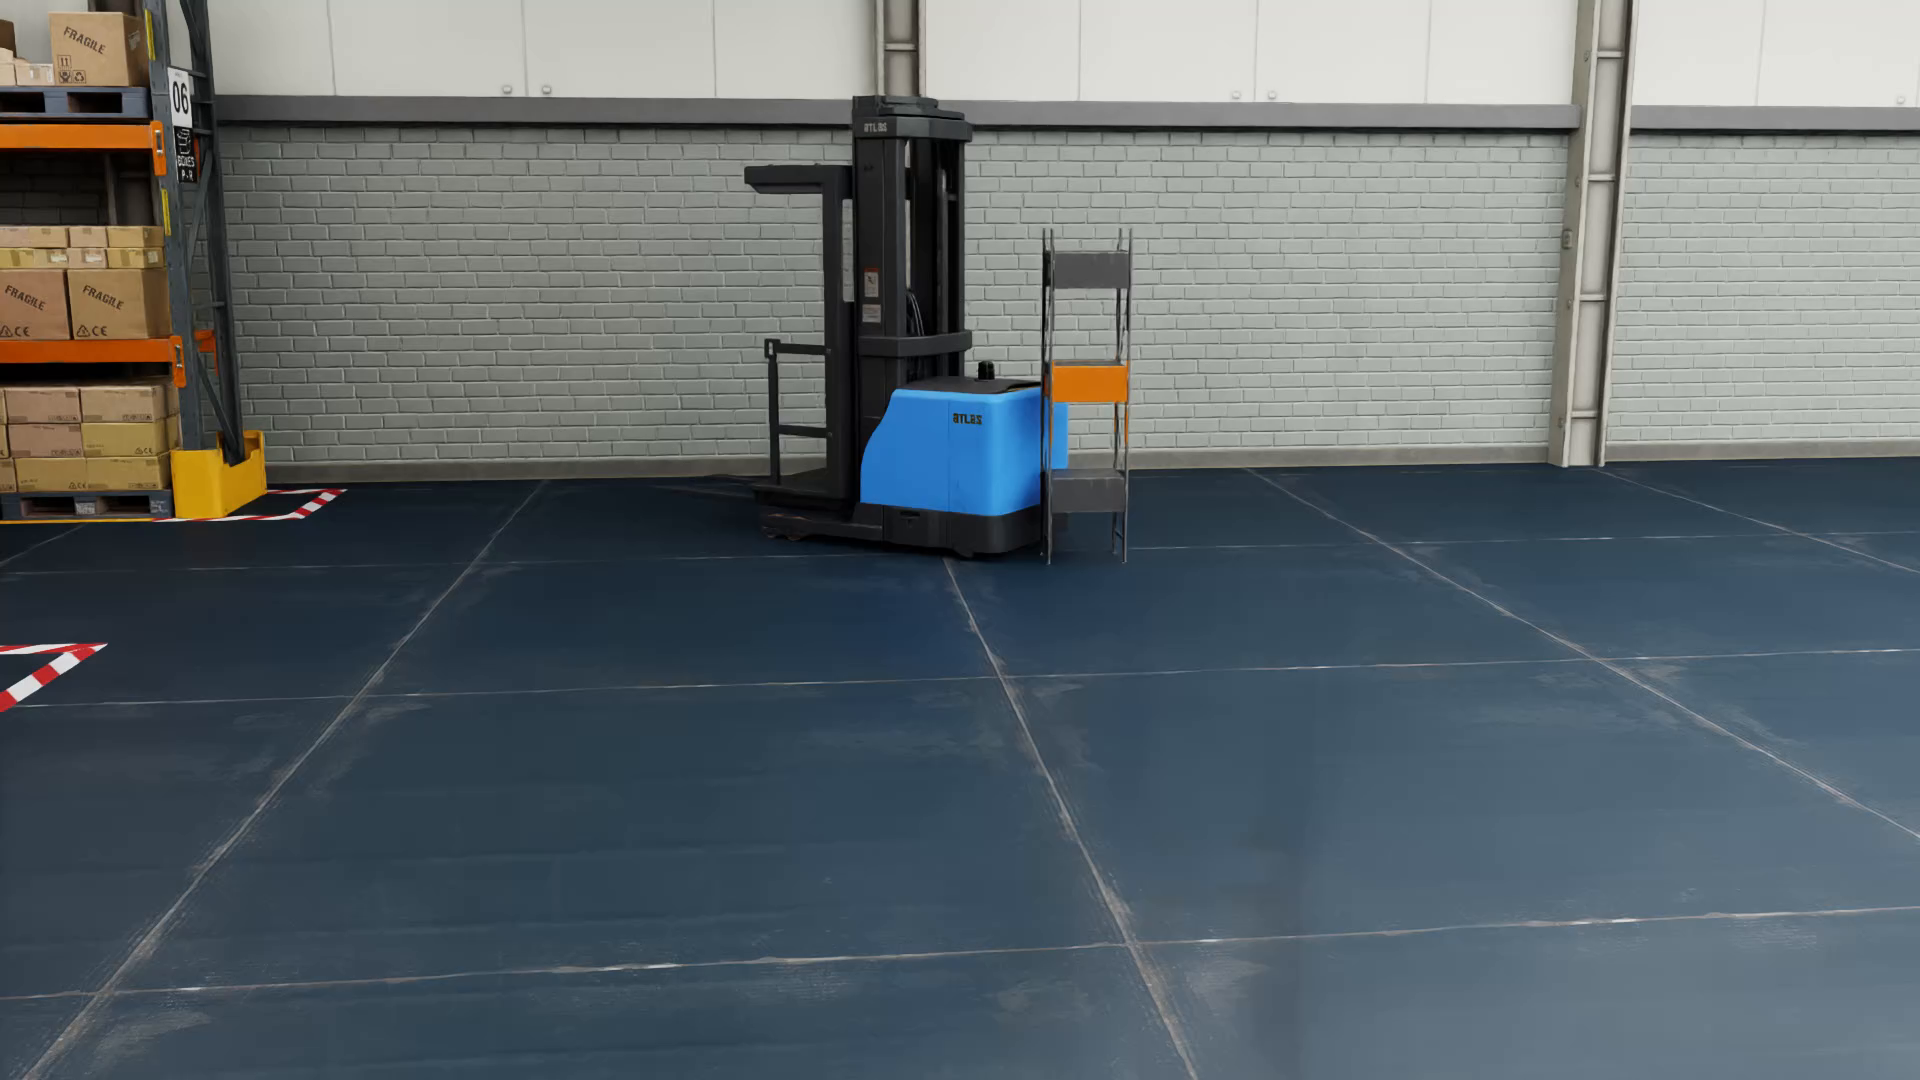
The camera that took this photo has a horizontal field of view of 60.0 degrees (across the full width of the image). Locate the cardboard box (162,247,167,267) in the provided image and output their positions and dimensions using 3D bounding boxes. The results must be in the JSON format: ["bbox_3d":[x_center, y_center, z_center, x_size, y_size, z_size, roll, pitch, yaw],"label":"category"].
[{"bbox_3d":[-6.028,-2.149,12.583,0.250,0.149,0.380,-1,11,-8],"label":"cardboard box"}]

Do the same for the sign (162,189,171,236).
[{"bbox_3d":[-5.618,-2.319,11.772,0.005,0.325,0.100,-1,11,-6],"label":"sign"}]

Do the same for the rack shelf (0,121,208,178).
[{"bbox_3d":[-7.651,-2.816,12.006,4.000,0.370,1.077,-1,11,-6],"label":"rack shelf"}]

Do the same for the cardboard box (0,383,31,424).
[{"bbox_3d":[-7.094,-0.993,12.090,0.500,0.250,0.500,-1,11,-5],"label":"cardboard box"}]

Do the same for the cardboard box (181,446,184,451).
[{"bbox_3d":[-6.172,-0.623,12.801,0.500,0.250,0.500,-1,11,-6],"label":"cardboard box"}]

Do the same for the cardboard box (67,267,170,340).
[{"bbox_3d":[-6.124,-1.727,12.120,0.500,0.500,0.500,-1,11,-7],"label":"cardboard box"}]

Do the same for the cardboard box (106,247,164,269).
[{"bbox_3d":[-5.977,-2.045,12.055,0.250,0.149,0.380,-1,11,-5],"label":"cardboard box"}]

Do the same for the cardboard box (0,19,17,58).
[{"bbox_3d":[-7.106,-3.457,11.793,0.500,0.500,0.700,-1,11,-6],"label":"cardboard box"}]

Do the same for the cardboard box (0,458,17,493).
[{"bbox_3d":[-7.089,-0.508,12.217,0.500,0.250,0.500,-1,11,-5],"label":"cardboard box"}]

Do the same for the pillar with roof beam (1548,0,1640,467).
[{"bbox_3d":[5.942,-4.265,9.737,0.400,9.000,9.100,-1,11,-6],"label":"pillar with roof beam"}]

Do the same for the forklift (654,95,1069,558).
[{"bbox_3d":[-0.781,-1.513,11.465,3.031,2.935,1.130,7,13,31],"label":"forklift"}]

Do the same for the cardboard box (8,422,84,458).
[{"bbox_3d":[-6.613,-0.763,12.215,0.500,0.250,0.500,-1,11,-7],"label":"cardboard box"}]

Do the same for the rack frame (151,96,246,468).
[{"bbox_3d":[-5.663,-1.739,12.438,0.127,3.000,1.000,-1,11,-6],"label":"rack frame"}]

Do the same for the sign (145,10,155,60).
[{"bbox_3d":[-5.618,-3.502,11.540,0.005,0.325,0.100,-1,11,-6],"label":"sign"}]

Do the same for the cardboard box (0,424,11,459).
[{"bbox_3d":[-7.124,-0.748,12.140,0.500,0.250,0.500,-1,11,-7],"label":"cardboard box"}]

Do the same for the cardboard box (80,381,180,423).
[{"bbox_3d":[-6.087,-1.017,12.213,0.500,0.250,0.500,-1,11,-4],"label":"cardboard box"}]

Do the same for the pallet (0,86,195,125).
[{"bbox_3d":[-6.368,-3.158,12.107,1.213,0.211,1.003,-1,11,-6],"label":"pallet"}]

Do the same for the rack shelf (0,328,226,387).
[{"bbox_3d":[-7.651,-1.344,12.295,4.000,0.370,1.077,-1,11,-6],"label":"rack shelf"}]

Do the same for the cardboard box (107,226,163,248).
[{"bbox_3d":[-5.996,-2.204,12.093,0.250,0.149,0.380,-1,11,-6],"label":"cardboard box"}]

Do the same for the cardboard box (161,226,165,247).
[{"bbox_3d":[-6.020,-2.286,12.510,0.250,0.149,0.380,-1,11,-7],"label":"cardboard box"}]

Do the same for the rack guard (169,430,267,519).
[{"bbox_3d":[-5.639,-0.513,12.681,0.348,0.500,1.175,-1,11,-6],"label":"rack guard"}]

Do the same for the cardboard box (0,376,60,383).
[{"bbox_3d":[-7.156,-1.093,12.601,0.500,0.250,0.500,-1,11,-6],"label":"cardboard box"}]

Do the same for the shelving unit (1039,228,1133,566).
[{"bbox_3d":[0.791,-0.910,10.552,0.503,2.100,0.431,-1,11,-5],"label":"shelving unit"}]

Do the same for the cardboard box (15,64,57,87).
[{"bbox_3d":[-6.454,-3.267,11.738,0.250,0.149,0.380,-2,11,-8],"label":"cardboard box"}]

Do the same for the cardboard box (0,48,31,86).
[{"bbox_3d":[-6.706,-3.319,11.700,0.258,0.266,0.396,-1,11,-6],"label":"cardboard box"}]

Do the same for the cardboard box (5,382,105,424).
[{"bbox_3d":[-6.594,-1.005,12.153,0.500,0.250,0.500,-1,11,-5],"label":"cardboard box"}]

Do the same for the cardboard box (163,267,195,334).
[{"bbox_3d":[-6.185,-1.831,12.646,0.500,0.500,0.500,-1,11,-4],"label":"cardboard box"}]

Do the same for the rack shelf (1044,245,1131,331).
[{"bbox_3d":[0.791,-1.583,10.419,0.480,0.518,0.431,-1,11,-5],"label":"rack shelf"}]

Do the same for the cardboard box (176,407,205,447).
[{"bbox_3d":[-6.153,-0.871,12.767,0.500,0.250,0.500,-1,11,-5],"label":"cardboard box"}]

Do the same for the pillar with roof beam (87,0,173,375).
[{"bbox_3d":[-5.987,-4.015,8.465,0.400,9.000,9.100,-1,11,-6],"label":"pillar with roof beam"}]

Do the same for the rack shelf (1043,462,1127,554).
[{"bbox_3d":[0.791,-0.209,10.690,0.480,0.518,0.431,-1,11,-5],"label":"rack shelf"}]

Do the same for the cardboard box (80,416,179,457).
[{"bbox_3d":[-6.113,-0.771,12.258,0.500,0.250,0.500,-1,11,-7],"label":"cardboard box"}]

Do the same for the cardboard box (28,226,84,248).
[{"bbox_3d":[-6.495,-2.183,11.983,0.250,0.149,0.380,-1,11,-5],"label":"cardboard box"}]

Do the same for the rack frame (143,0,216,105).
[{"bbox_3d":[-5.663,-4.683,11.859,0.127,3.000,1.000,-1,11,-6],"label":"rack frame"}]

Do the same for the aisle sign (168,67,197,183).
[{"bbox_3d":[-5.566,-2.960,11.907,0.004,0.787,0.394,-1,11,-6],"label":"aisle sign"}]

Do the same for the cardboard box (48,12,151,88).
[{"bbox_3d":[-6.076,-3.459,11.804,0.500,0.500,0.500,-1,11,-4],"label":"cardboard box"}]

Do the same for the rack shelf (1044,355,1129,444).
[{"bbox_3d":[0.791,-0.896,10.555,0.480,0.518,0.431,-1,11,-5],"label":"rack shelf"}]

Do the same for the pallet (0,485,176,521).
[{"bbox_3d":[-6.418,-0.347,12.585,1.213,0.211,1.003,-1,11,-6],"label":"pallet"}]

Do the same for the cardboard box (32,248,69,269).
[{"bbox_3d":[-6.493,-2.041,12.032,0.250,0.149,0.380,-1,11,-5],"label":"cardboard box"}]

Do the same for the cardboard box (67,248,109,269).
[{"bbox_3d":[-6.228,-2.034,11.999,0.250,0.149,0.380,-1,11,-5],"label":"cardboard box"}]

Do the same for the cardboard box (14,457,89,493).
[{"bbox_3d":[-6.591,-0.517,12.261,0.500,0.250,0.500,-1,11,-6],"label":"cardboard box"}]

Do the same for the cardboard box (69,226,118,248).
[{"bbox_3d":[-6.238,-2.193,12.037,0.250,0.149,0.380,-1,11,-6],"label":"cardboard box"}]

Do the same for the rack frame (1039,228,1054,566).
[{"bbox_3d":[0.548,-0.905,10.530,0.015,2.100,0.400,-1,11,-5],"label":"rack frame"}]

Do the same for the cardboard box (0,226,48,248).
[{"bbox_3d":[-6.751,-2.192,12.029,0.250,0.149,0.380,-1,11,-6],"label":"cardboard box"}]

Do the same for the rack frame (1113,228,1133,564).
[{"bbox_3d":[1.034,-0.914,10.574,0.015,2.100,0.400,-1,11,-5],"label":"rack frame"}]

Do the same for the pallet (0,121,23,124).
[{"bbox_3d":[-7.584,-3.132,11.975,1.213,0.211,1.003,-1,11,-6],"label":"pallet"}]

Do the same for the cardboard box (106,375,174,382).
[{"bbox_3d":[-6.161,-1.113,12.700,0.500,0.250,0.500,-1,11,-7],"label":"cardboard box"}]

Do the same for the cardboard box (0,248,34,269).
[{"bbox_3d":[-6.740,-2.038,12.016,0.250,0.149,0.380,-1,11,-6],"label":"cardboard box"}]

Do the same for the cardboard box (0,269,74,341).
[{"bbox_3d":[-6.640,-1.718,12.074,0.500,0.500,0.500,-1,11,-4],"label":"cardboard box"}]

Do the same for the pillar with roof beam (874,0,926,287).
[{"bbox_3d":[-0.022,-4.140,9.101,0.400,9.000,9.100,-1,11,-6],"label":"pillar with roof beam"}]

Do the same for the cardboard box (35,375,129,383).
[{"bbox_3d":[-6.657,-1.102,12.643,0.500,0.250,0.500,-1,11,-6],"label":"cardboard box"}]

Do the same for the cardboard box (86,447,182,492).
[{"bbox_3d":[-6.096,-0.526,12.304,0.500,0.250,0.500,-1,11,-6],"label":"cardboard box"}]
